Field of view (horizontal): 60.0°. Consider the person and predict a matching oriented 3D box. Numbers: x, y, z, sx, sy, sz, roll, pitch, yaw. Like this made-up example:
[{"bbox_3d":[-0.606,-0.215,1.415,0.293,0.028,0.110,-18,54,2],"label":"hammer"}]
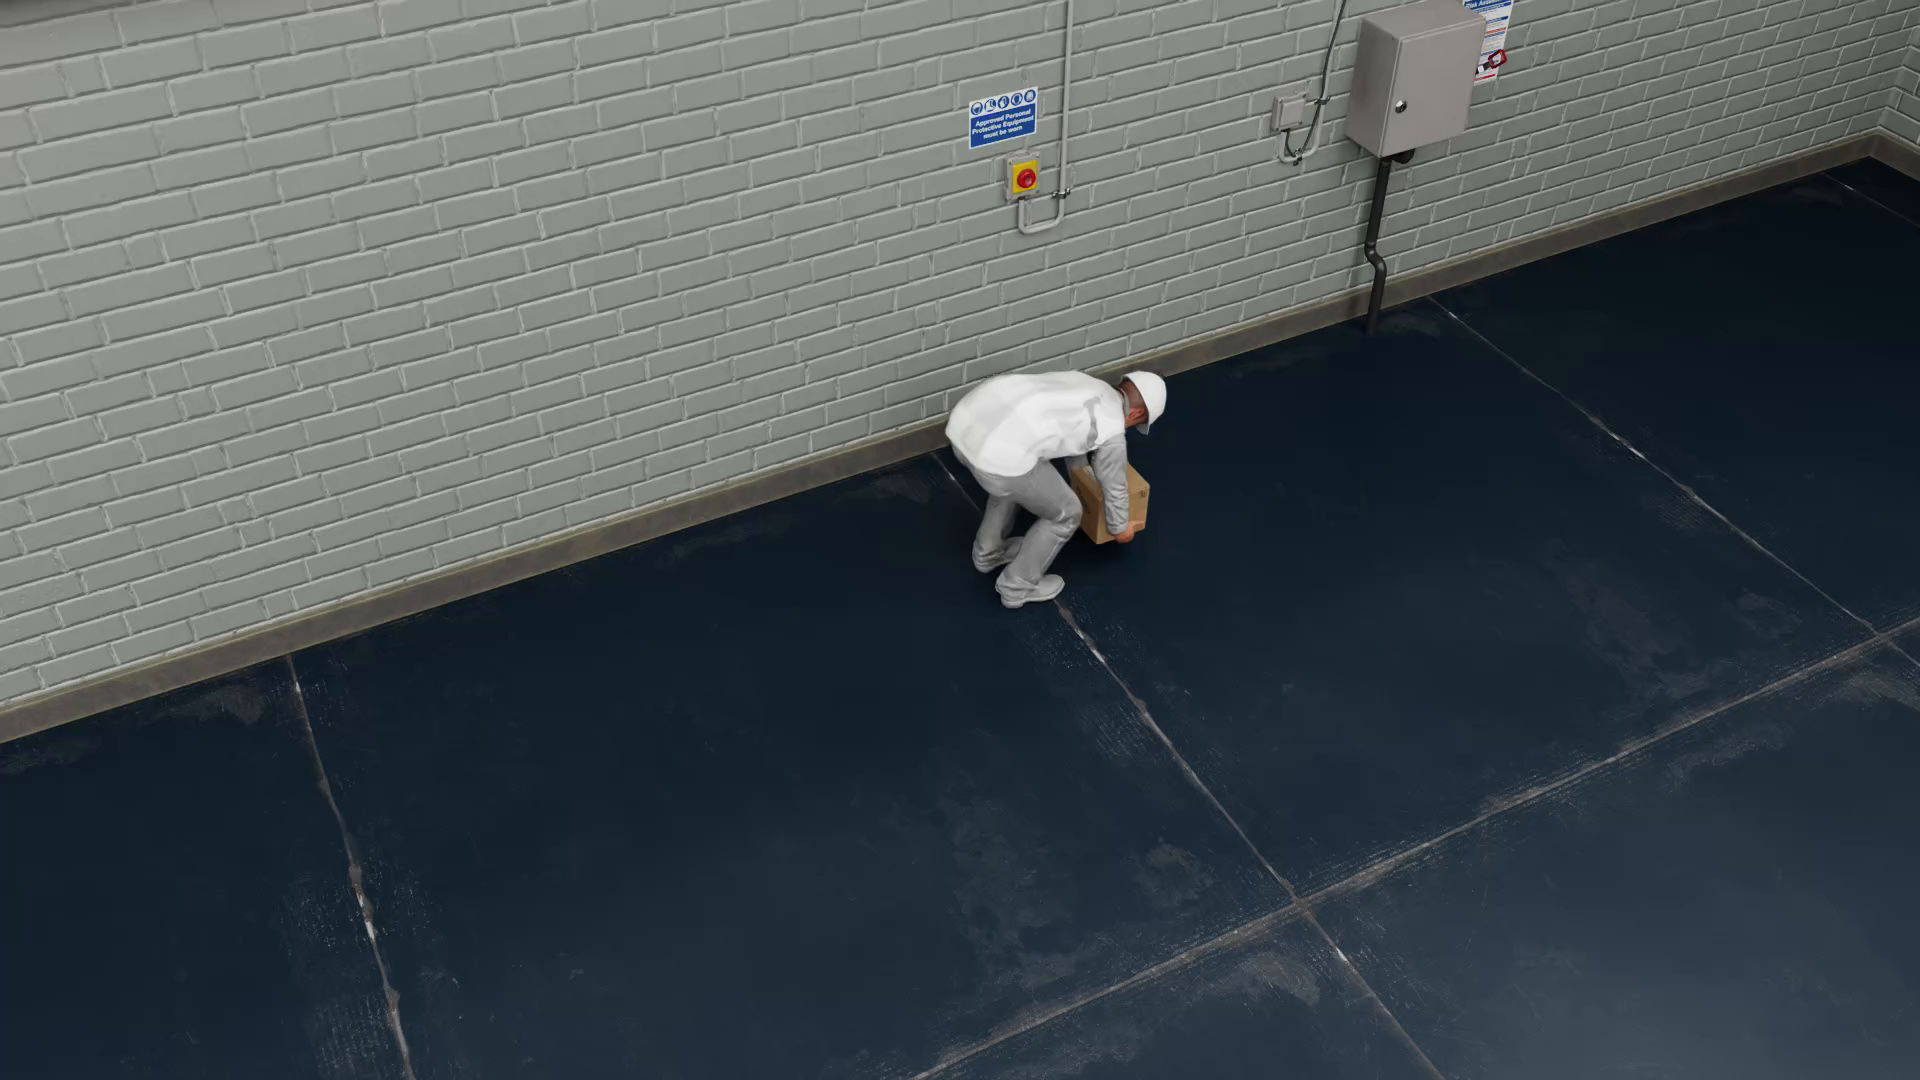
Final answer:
[{"bbox_3d":[0.429,-0.298,7.038,1.005,1.041,0.495,-21,45,-22],"label":"person"}]
